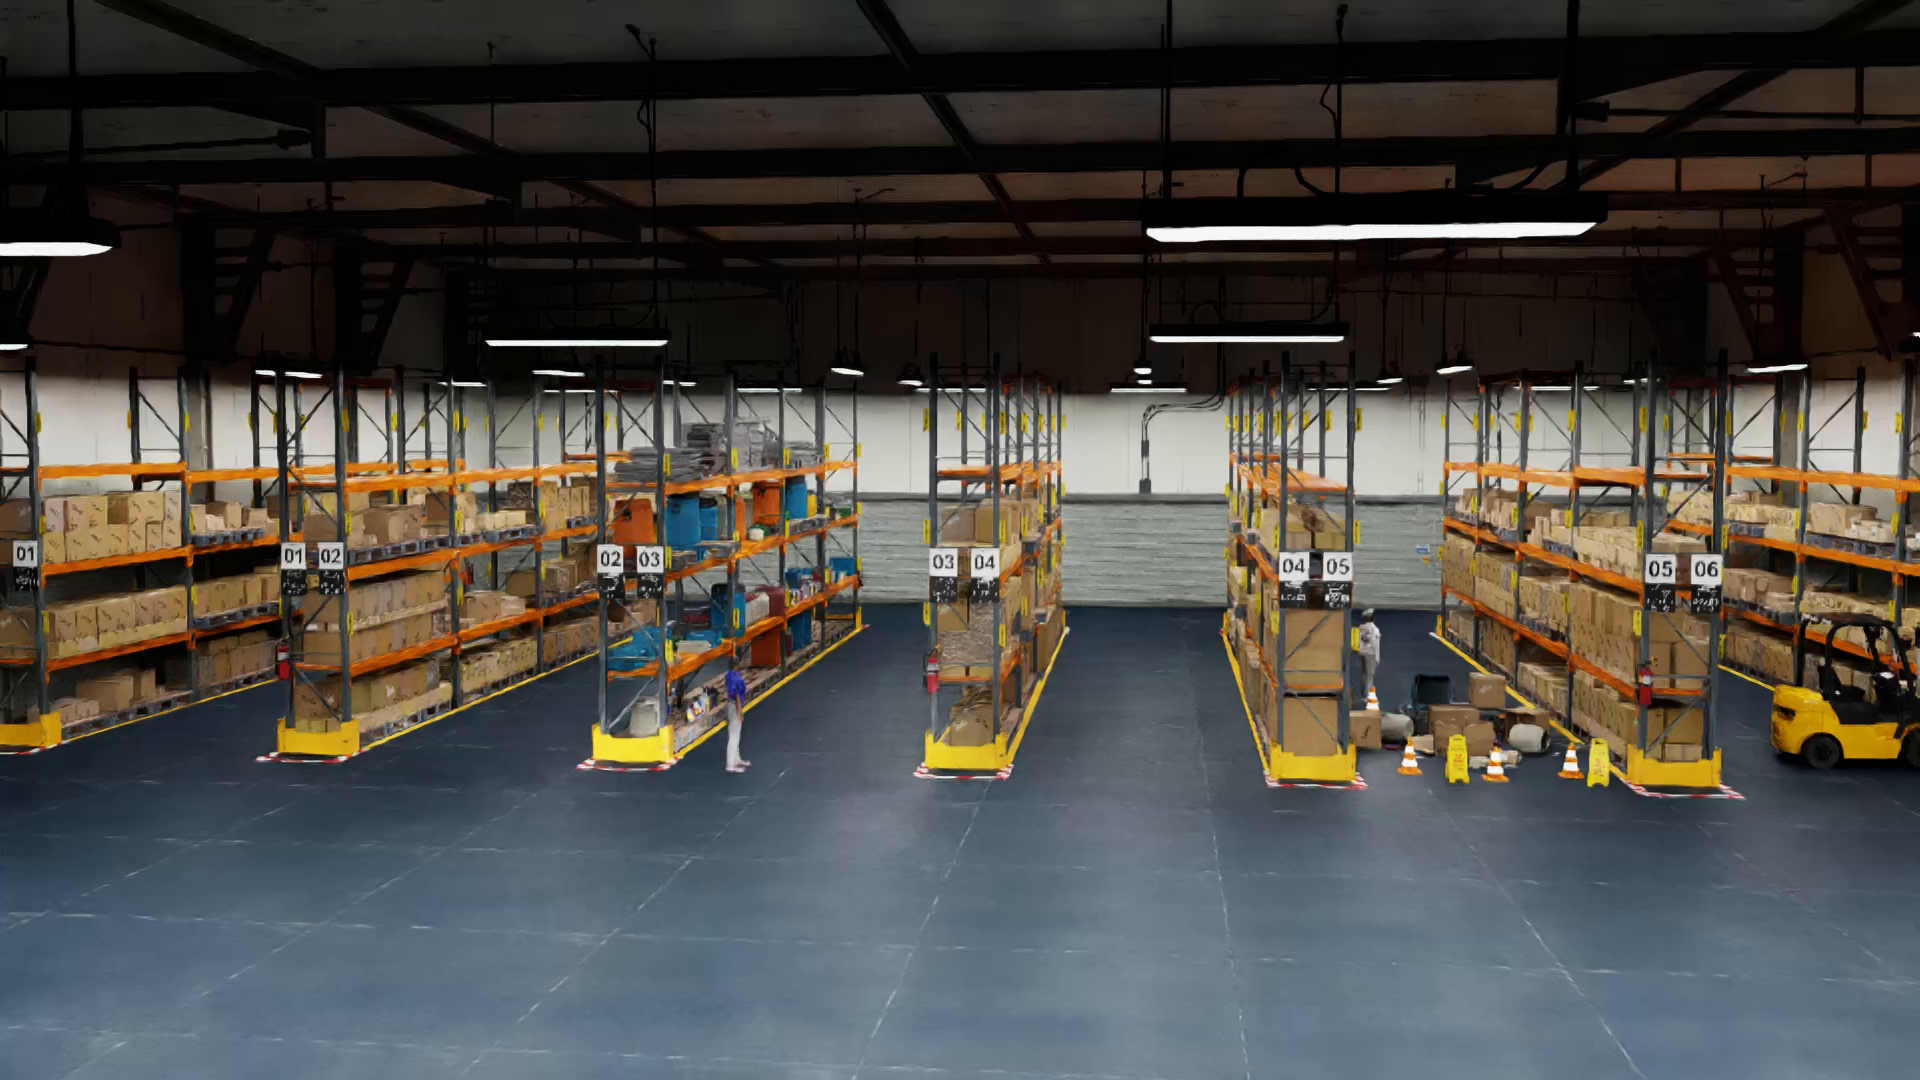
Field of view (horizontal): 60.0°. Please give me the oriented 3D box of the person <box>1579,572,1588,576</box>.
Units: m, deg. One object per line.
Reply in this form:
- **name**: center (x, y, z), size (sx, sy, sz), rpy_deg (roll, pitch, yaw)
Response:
- **person**: center (14.102, 1.499, 37.659), size (0.558, 1.663, 0.659), rpy_deg (1, 4, 12)

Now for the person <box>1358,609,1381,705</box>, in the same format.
- **person**: center (7.288, 2.063, 29.540), size (0.409, 1.677, 0.532), rpy_deg (-2, 4, -25)

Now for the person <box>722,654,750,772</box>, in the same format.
- **person**: center (-3.215, 2.469, 23.953), size (0.426, 1.662, 0.498), rpy_deg (-2, 4, -21)
